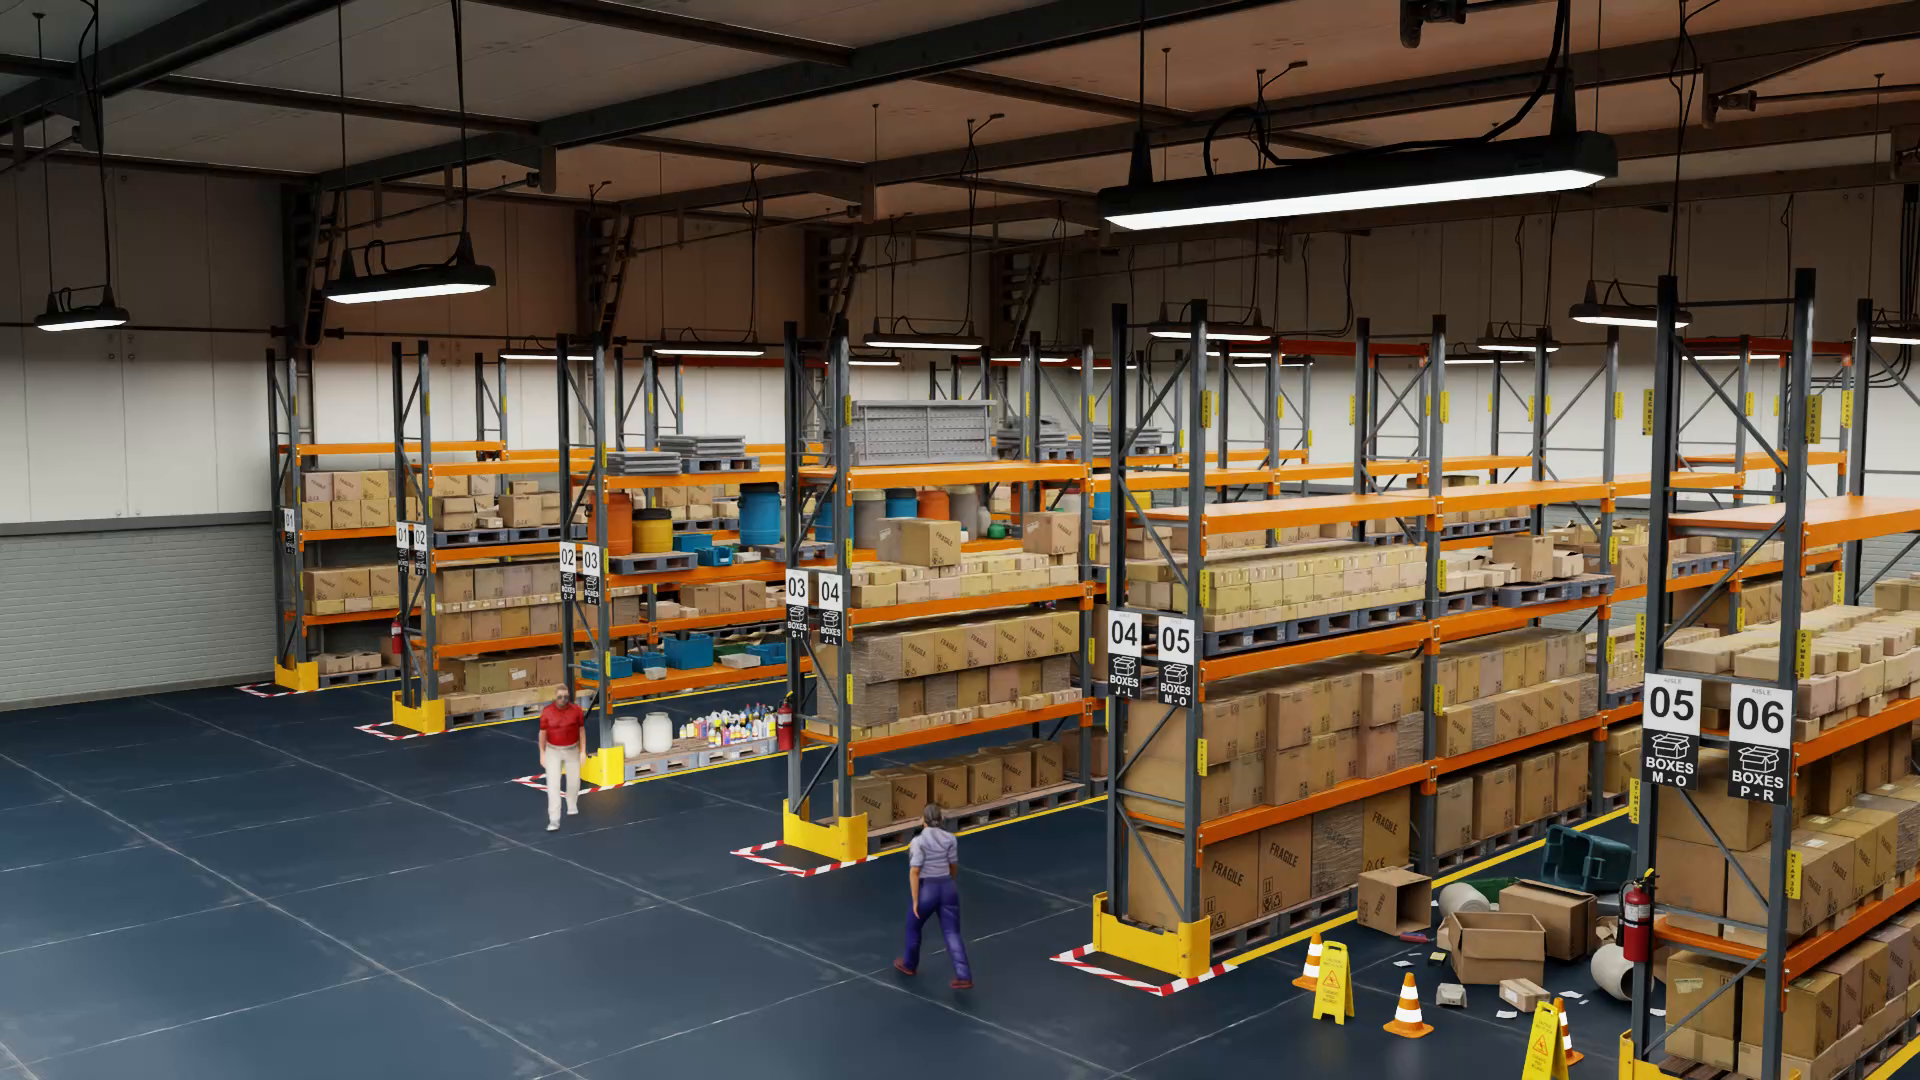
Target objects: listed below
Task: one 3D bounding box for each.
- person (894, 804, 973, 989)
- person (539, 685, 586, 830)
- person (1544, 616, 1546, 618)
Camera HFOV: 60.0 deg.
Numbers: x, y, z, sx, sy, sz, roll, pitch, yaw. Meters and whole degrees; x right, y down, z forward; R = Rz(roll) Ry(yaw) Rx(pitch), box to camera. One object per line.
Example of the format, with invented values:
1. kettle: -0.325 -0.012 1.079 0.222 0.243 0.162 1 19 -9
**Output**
1. person: -0.239 3.101 14.573 0.489 1.592 1.042 -3 6 -27
2. person: -4.815 2.578 20.138 0.548 1.685 0.897 -2 5 -25
3. person: 11.687 1.477 33.938 0.407 1.483 0.912 -1 5 -16
